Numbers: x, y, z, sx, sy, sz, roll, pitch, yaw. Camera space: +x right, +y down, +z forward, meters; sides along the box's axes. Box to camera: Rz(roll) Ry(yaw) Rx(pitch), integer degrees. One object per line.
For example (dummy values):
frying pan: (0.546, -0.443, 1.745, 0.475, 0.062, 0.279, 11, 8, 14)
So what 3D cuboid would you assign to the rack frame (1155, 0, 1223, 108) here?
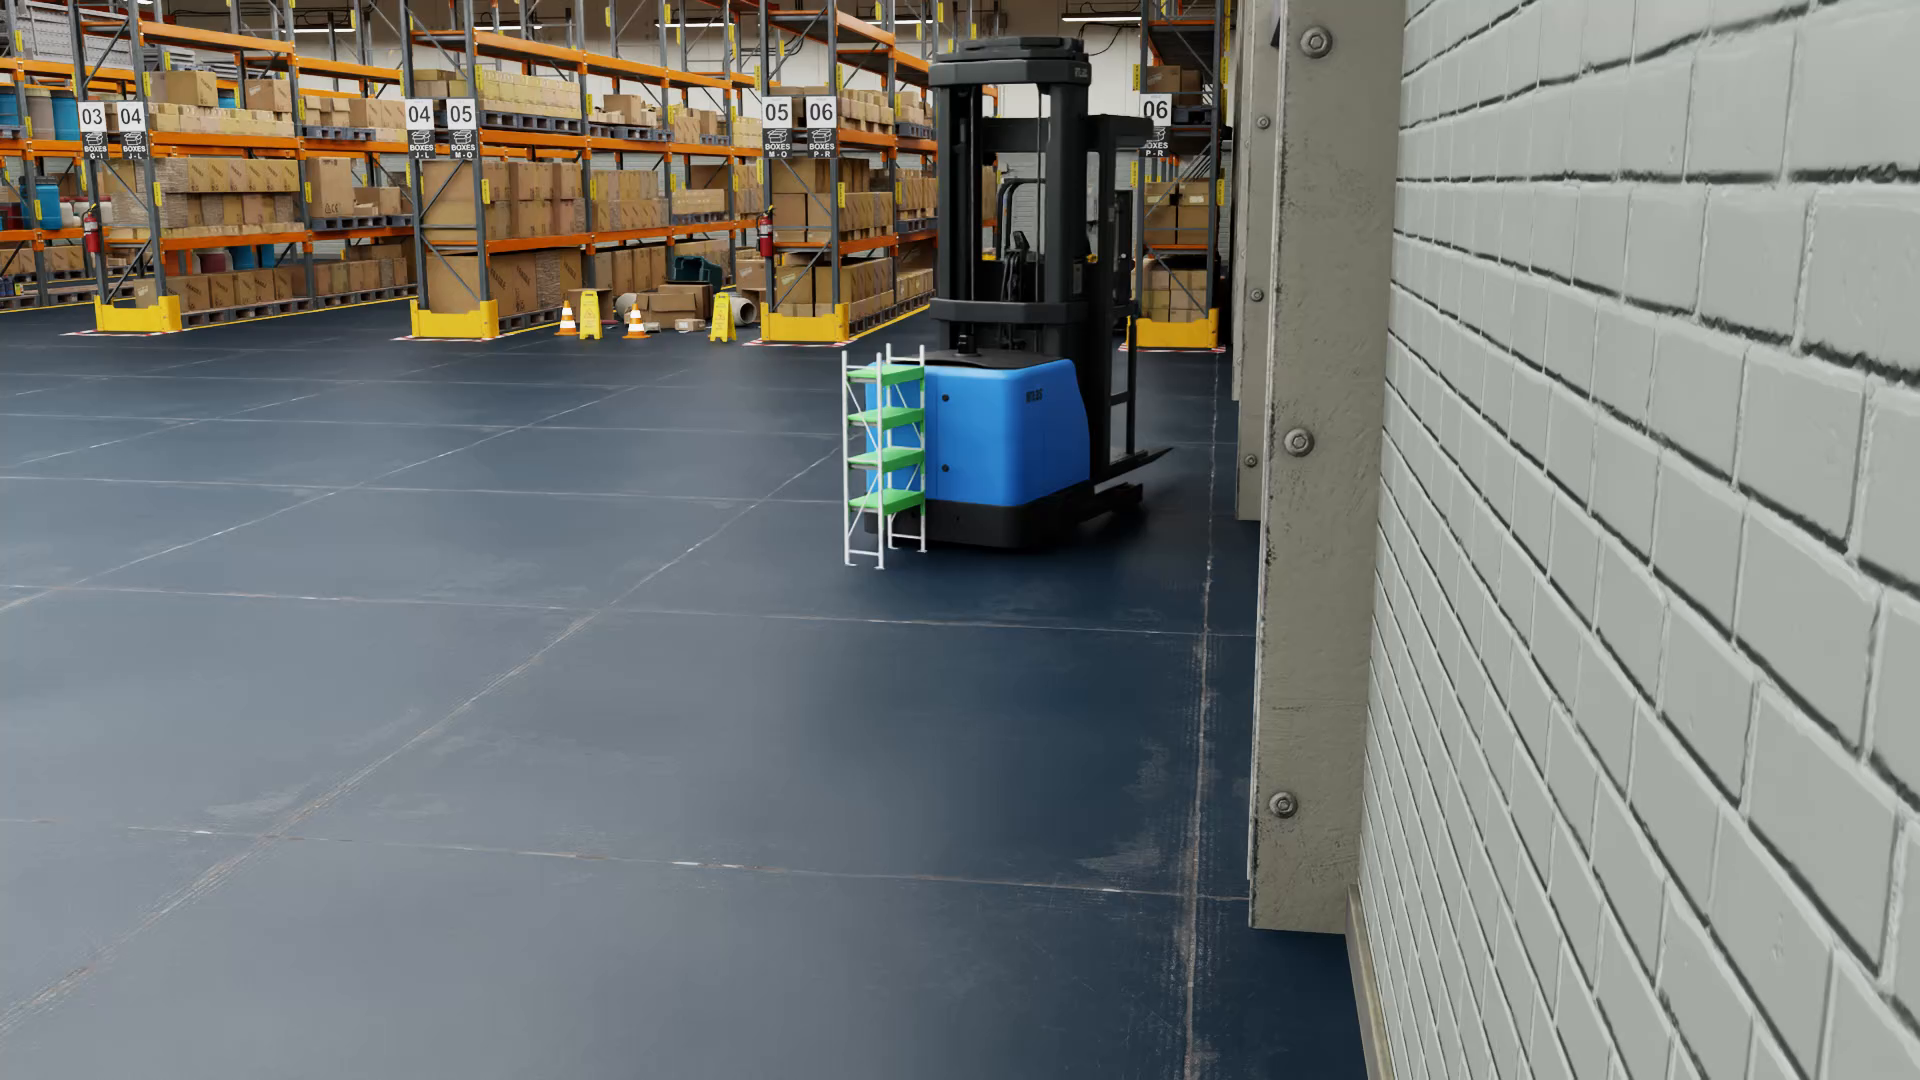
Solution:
rack frame: (3.404, -7.780, 24.734, 1.000, 3.000, 0.127, 2, 12, 9)

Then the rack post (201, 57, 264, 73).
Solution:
rack post: (-15.118, -9.876, 34.638, 0.937, 0.300, 0.954, 2, 12, 8)

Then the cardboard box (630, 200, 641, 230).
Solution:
cardboard box: (-5.827, -5.611, 28.673, 0.500, 0.500, 0.500, 2, 12, 10)

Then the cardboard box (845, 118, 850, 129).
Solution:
cardboard box: (-1.718, -5.689, 22.745, 0.380, 0.149, 0.250, 2, 12, 10)

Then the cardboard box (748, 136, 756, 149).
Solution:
cardboard box: (-4.678, -8.505, 35.576, 0.500, 0.250, 0.500, 2, 12, 11)

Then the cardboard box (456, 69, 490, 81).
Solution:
cardboard box: (-6.658, -6.361, 22.738, 0.380, 0.149, 0.250, 2, 12, 9)

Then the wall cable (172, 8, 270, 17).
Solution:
wall cable: (-20.235, -13.270, 45.590, 3.097, 2.526, 0.112, 2, 12, 9)

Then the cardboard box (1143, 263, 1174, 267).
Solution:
cardboard box: (2.777, -3.788, 23.606, 0.500, 0.250, 0.500, 2, 12, 8)

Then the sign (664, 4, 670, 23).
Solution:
sign: (-5.244, -9.429, 29.792, 0.100, 0.325, 0.005, 2, 12, 9)

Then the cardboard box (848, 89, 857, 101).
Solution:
cardboard box: (-1.626, -6.128, 22.894, 0.380, 0.149, 0.250, 2, 12, 8)

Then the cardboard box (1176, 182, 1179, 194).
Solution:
cardboard box: (2.768, -4.765, 22.499, 0.380, 0.149, 0.250, 2, 12, 9)

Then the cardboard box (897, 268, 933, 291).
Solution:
cardboard box: (-0.983, -4.644, 29.661, 0.950, 0.372, 0.625, 1, 12, 5)

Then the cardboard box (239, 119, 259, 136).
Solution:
cardboard box: (-11.270, -6.404, 25.823, 0.500, 0.250, 0.500, 2, 12, 8)

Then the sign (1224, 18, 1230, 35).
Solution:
sign: (5.183, -9.963, 32.269, 0.100, 0.325, 0.005, 2, 12, 9)

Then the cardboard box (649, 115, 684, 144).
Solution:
cardboard box: (-5.442, -7.605, 30.804, 0.500, 0.500, 0.500, 2, 12, 9)

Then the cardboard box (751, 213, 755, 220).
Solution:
cardboard box: (-4.656, -7.013, 36.013, 0.380, 0.149, 0.250, 2, 12, 11)

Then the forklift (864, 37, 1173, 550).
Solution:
forklift: (0.555, -1.642, 10.654, 1.130, 2.935, 3.031, 6, 14, 27)

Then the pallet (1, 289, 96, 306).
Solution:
pallet: (-16.105, -4.291, 29.402, 1.003, 0.211, 1.213, 2, 12, 9)

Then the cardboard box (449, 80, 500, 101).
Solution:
cardboard box: (-6.696, -6.199, 22.933, 0.500, 0.250, 0.500, 2, 12, 9)

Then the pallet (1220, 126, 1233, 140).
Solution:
pallet: (4.003, -6.910, 28.265, 1.213, 0.211, 1.003, 2, 12, 11)

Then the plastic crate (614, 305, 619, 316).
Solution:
plastic crate: (-5.140, -3.722, 26.681, 0.450, 0.188, 0.662, -3, 8, 40)

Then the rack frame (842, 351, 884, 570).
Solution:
rack frame: (-0.533, -0.434, 9.159, 0.240, 1.200, 0.015, 6, 14, 27)

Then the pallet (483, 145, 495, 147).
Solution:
pallet: (-10.156, -8.174, 34.137, 0.805, 0.209, 1.217, 1, 12, 6)

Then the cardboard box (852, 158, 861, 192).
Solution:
cardboard box: (-1.884, -5.500, 25.079, 0.700, 0.500, 0.500, 2, 12, 9)

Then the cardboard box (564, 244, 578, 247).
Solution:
cardboard box: (-9.467, -6.857, 38.739, 0.875, 0.875, 0.875, 2, 12, 9)

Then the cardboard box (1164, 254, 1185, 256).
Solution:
cardboard box: (3.844, -5.092, 29.896, 0.380, 0.149, 0.250, 1, 12, 6)

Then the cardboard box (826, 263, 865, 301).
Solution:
cardboard box: (-1.640, -3.675, 23.678, 0.500, 0.500, 0.500, 1, 12, 7)

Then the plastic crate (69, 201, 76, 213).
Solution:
plastic crate: (-16.123, -6.027, 30.686, 0.402, 0.464, 0.583, 2, 12, 9)

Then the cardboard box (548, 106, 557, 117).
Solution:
cardboard box: (-6.304, -6.447, 25.030, 0.380, 0.149, 0.250, 2, 12, 10)

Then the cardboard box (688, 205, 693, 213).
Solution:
cardboard box: (-5.364, -6.372, 32.042, 0.380, 0.149, 0.250, 2, 12, 11)

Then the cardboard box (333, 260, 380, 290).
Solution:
cardboard box: (-10.915, -4.780, 29.943, 0.700, 0.500, 0.500, 3, 13, 13)

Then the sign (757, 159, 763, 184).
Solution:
sign: (-2.662, -4.918, 22.193, 0.100, 0.325, 0.005, 2, 12, 9)

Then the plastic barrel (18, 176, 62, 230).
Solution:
plastic barrel: (-15.829, -5.805, 28.618, 0.600, 0.901, 0.708, 2, 12, 9)

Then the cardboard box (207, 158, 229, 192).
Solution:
cardboard box: (-11.396, -5.493, 25.043, 0.500, 0.500, 0.500, 2, 12, 9)

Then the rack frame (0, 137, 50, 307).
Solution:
rack frame: (-16.188, -5.489, 28.344, 1.000, 3.000, 0.127, 2, 12, 9)

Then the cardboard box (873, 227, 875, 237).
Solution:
cardboard box: (-1.472, -4.544, 24.555, 0.380, 0.149, 0.250, 2, 12, 8)

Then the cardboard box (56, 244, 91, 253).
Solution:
cardboard box: (-20.044, -6.437, 37.629, 0.500, 0.500, 0.500, 2, 12, 9)

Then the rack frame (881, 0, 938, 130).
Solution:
rack frame: (-0.886, -8.773, 29.341, 1.000, 3.000, 0.127, 2, 12, 9)

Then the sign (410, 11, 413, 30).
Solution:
sign: (-10.141, -9.574, 30.652, 0.100, 0.325, 0.005, 2, 12, 9)

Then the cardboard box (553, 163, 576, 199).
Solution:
cardboard box: (-6.469, -5.554, 25.726, 0.875, 0.550, 0.550, 2, 12, 9)

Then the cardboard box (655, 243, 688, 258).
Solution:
cardboard box: (-5.448, -5.465, 31.389, 0.500, 0.250, 0.500, 1, 12, 6)

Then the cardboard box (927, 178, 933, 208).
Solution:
cardboard box: (-0.750, -6.028, 28.905, 0.500, 0.500, 0.500, 2, 12, 8)

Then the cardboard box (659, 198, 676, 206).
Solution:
cardboard box: (-5.520, -6.301, 31.007, 0.380, 0.149, 0.250, 2, 12, 11)

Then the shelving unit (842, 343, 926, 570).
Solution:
shelving unit: (-0.422, -0.480, 9.371, 0.258, 1.200, 0.503, 6, 14, 27)

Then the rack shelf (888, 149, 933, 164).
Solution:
rack shelf: (-0.579, -7.371, 31.664, 1.077, 0.370, 4.000, 2, 12, 9)

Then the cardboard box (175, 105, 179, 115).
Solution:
cardboard box: (-11.585, -6.241, 24.123, 0.380, 0.149, 0.250, 2, 12, 8)

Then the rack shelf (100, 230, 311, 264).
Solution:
rack shelf: (-11.601, -4.561, 25.743, 1.077, 0.370, 4.000, 2, 12, 9)

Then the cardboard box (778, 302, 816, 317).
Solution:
cardboard box: (-2.255, -3.218, 23.335, 0.500, 0.250, 0.500, 2, 12, 8)

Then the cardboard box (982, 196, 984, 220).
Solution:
cardboard box: (0.224, -7.019, 35.205, 0.500, 0.500, 0.500, 2, 12, 9)

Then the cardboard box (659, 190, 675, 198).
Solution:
cardboard box: (-5.530, -6.444, 30.960, 0.380, 0.149, 0.250, 2, 12, 9)

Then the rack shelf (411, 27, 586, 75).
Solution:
rack shelf: (-6.716, -7.116, 24.310, 1.077, 0.370, 4.000, 2, 12, 9)

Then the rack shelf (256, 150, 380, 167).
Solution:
rack shelf: (-14.650, -8.685, 37.763, 1.077, 0.370, 4.000, 2, 12, 9)

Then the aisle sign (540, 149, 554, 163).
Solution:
aisle sign: (-9.733, -9.122, 39.031, 0.394, 0.787, 0.004, 2, 12, 9)

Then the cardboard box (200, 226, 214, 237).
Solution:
cardboard box: (-11.455, -4.632, 24.964, 0.380, 0.149, 0.250, 2, 12, 9)

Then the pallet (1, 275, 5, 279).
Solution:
pallet: (-20.314, -5.274, 33.965, 1.003, 0.211, 1.213, 2, 12, 9)
